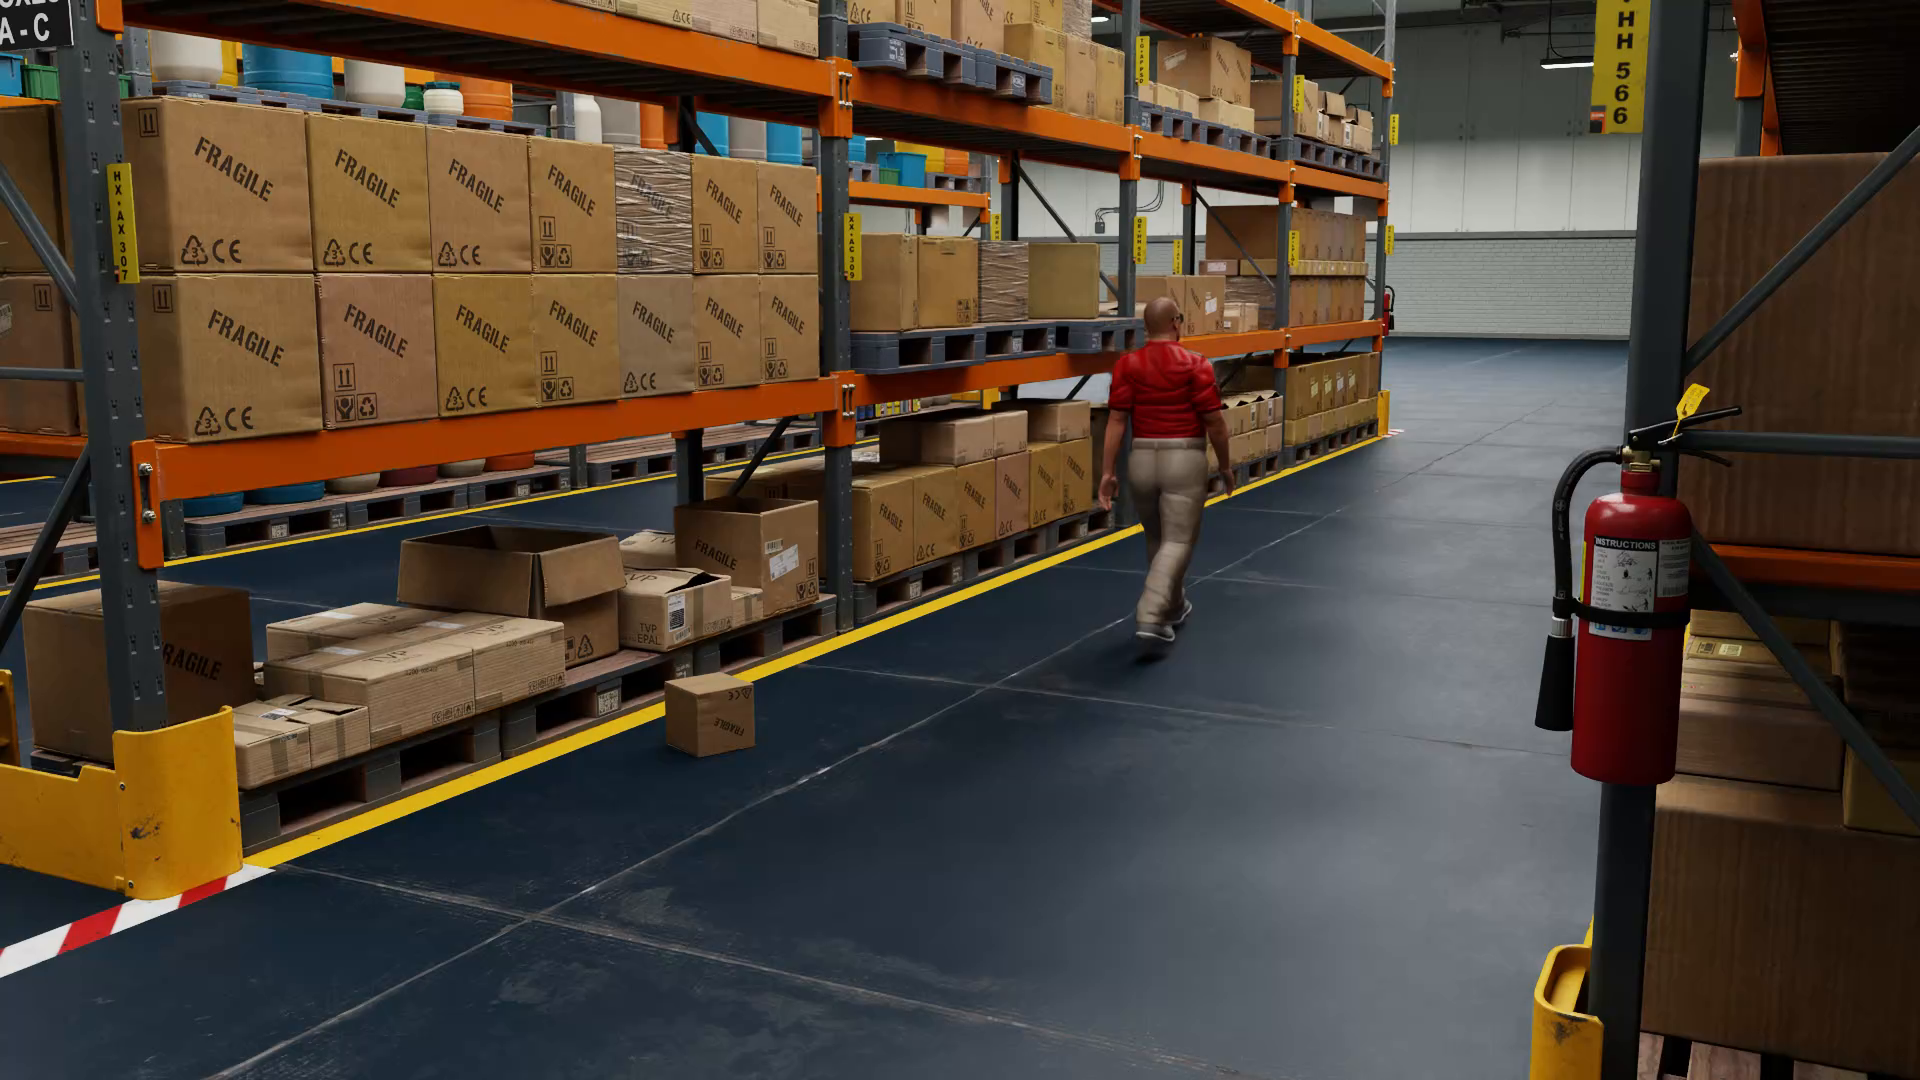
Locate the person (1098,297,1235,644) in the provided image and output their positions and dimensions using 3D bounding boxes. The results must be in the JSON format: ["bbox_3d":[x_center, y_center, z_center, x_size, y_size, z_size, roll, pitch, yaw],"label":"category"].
[{"bbox_3d":[1.038,-0.347,8.146,0.569,1.671,1.056,6,11,32],"label":"person"}]
